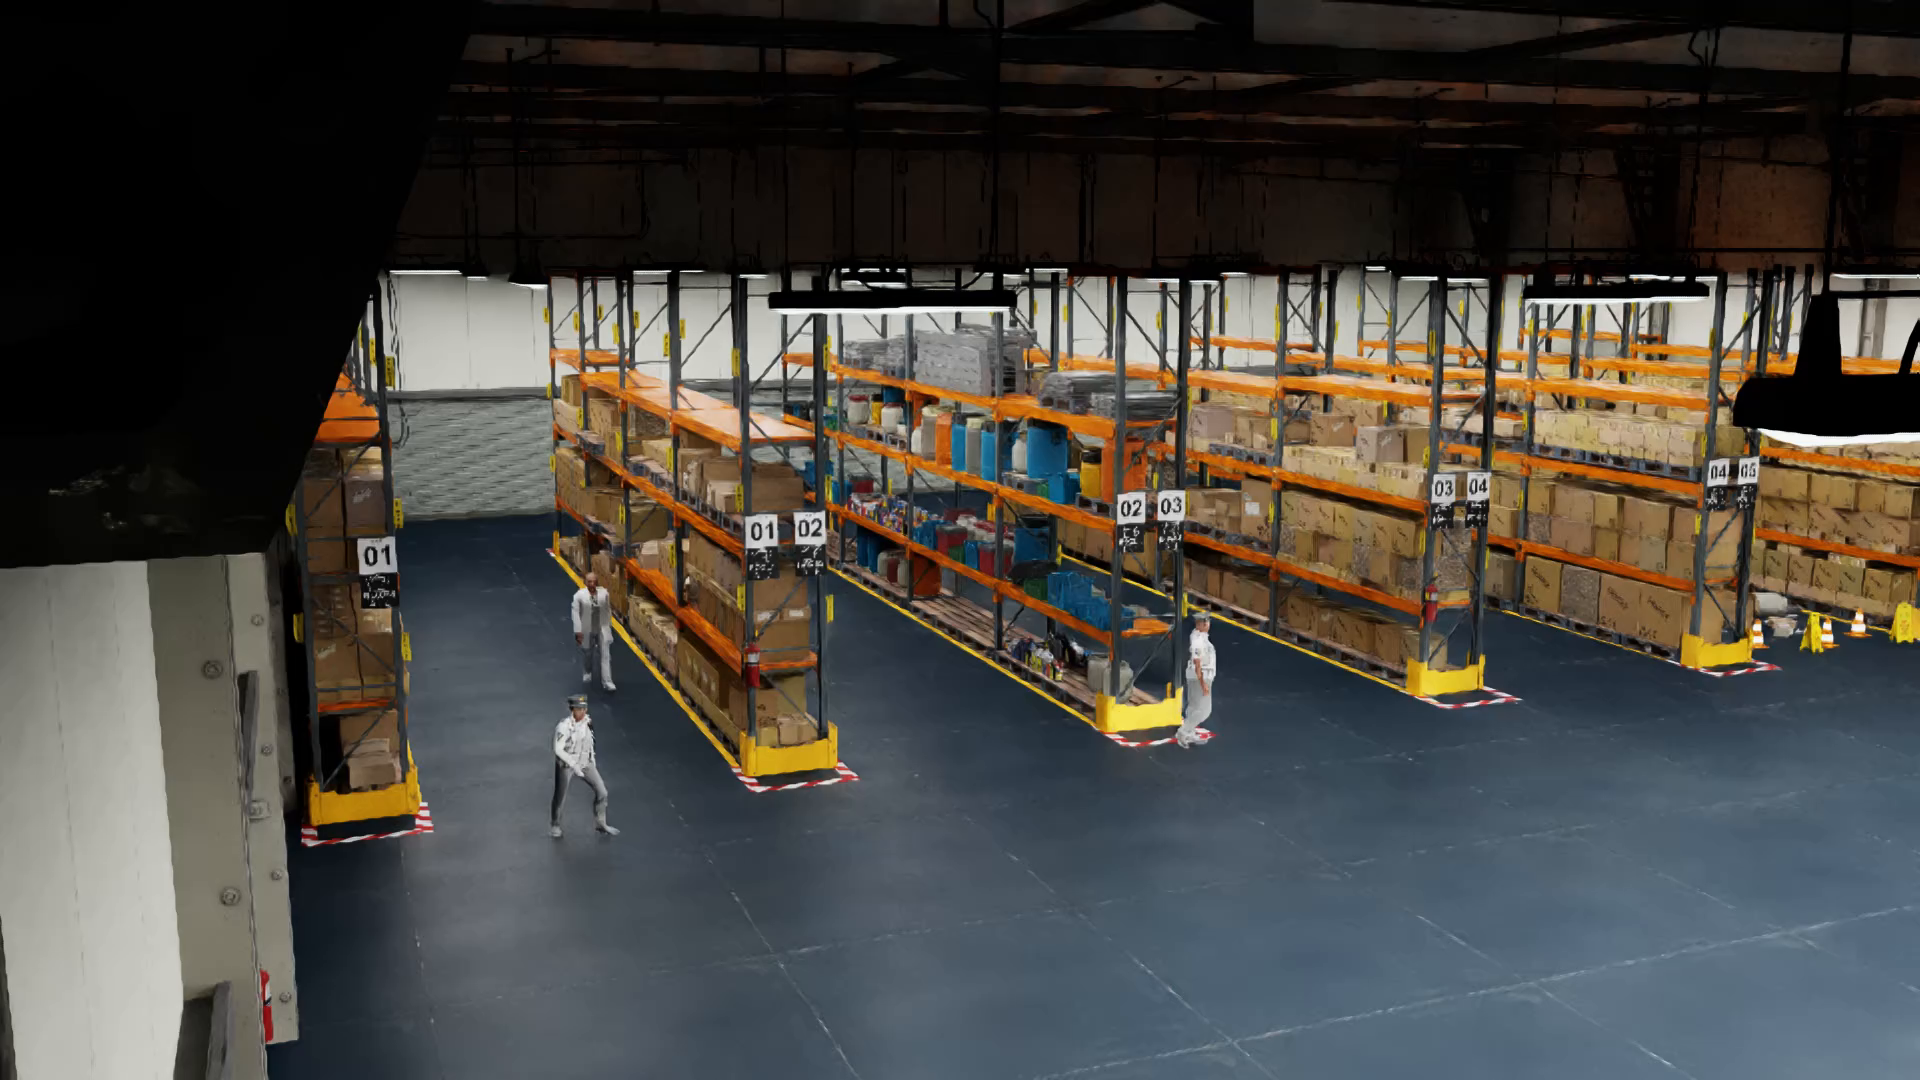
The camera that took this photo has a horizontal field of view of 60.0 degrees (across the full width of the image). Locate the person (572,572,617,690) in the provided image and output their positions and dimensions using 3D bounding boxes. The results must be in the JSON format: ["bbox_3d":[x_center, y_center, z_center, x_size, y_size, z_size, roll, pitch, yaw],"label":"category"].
[{"bbox_3d":[-5.337,1.341,24.223,0.599,1.594,1.175,-3,10,-19],"label":"person"}]

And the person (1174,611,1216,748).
[{"bbox_3d":[3.025,1.788,21.318,0.508,1.739,0.712,2,10,9],"label":"person"}]

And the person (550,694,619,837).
[{"bbox_3d":[-4.164,2.433,18.017,0.618,1.621,0.739,-9,14,-43],"label":"person"}]
